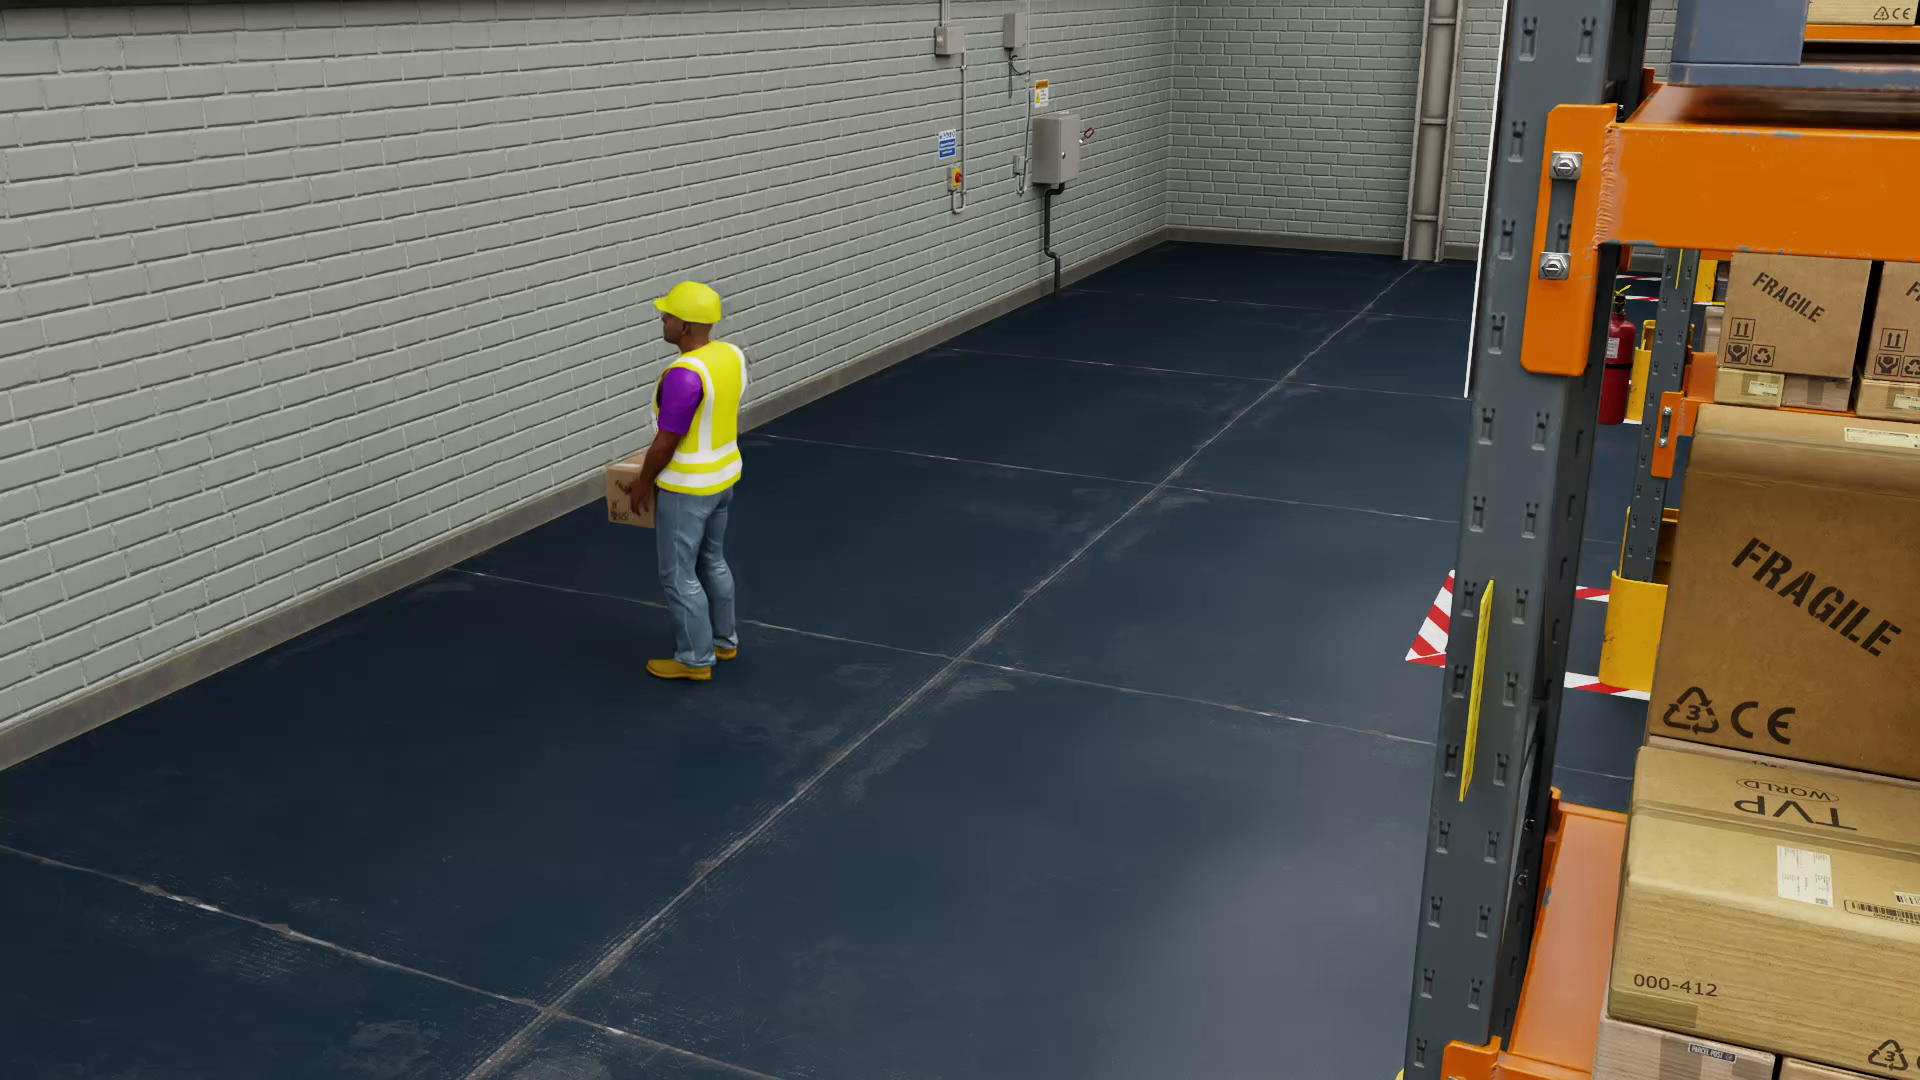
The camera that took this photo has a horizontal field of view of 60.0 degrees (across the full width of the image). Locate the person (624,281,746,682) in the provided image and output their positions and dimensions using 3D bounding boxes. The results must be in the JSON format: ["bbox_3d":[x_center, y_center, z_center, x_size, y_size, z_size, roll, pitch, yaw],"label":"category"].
[{"bbox_3d":[-1.201,-0.253,7.259,0.481,1.771,0.581,6,20,18],"label":"person"}]
